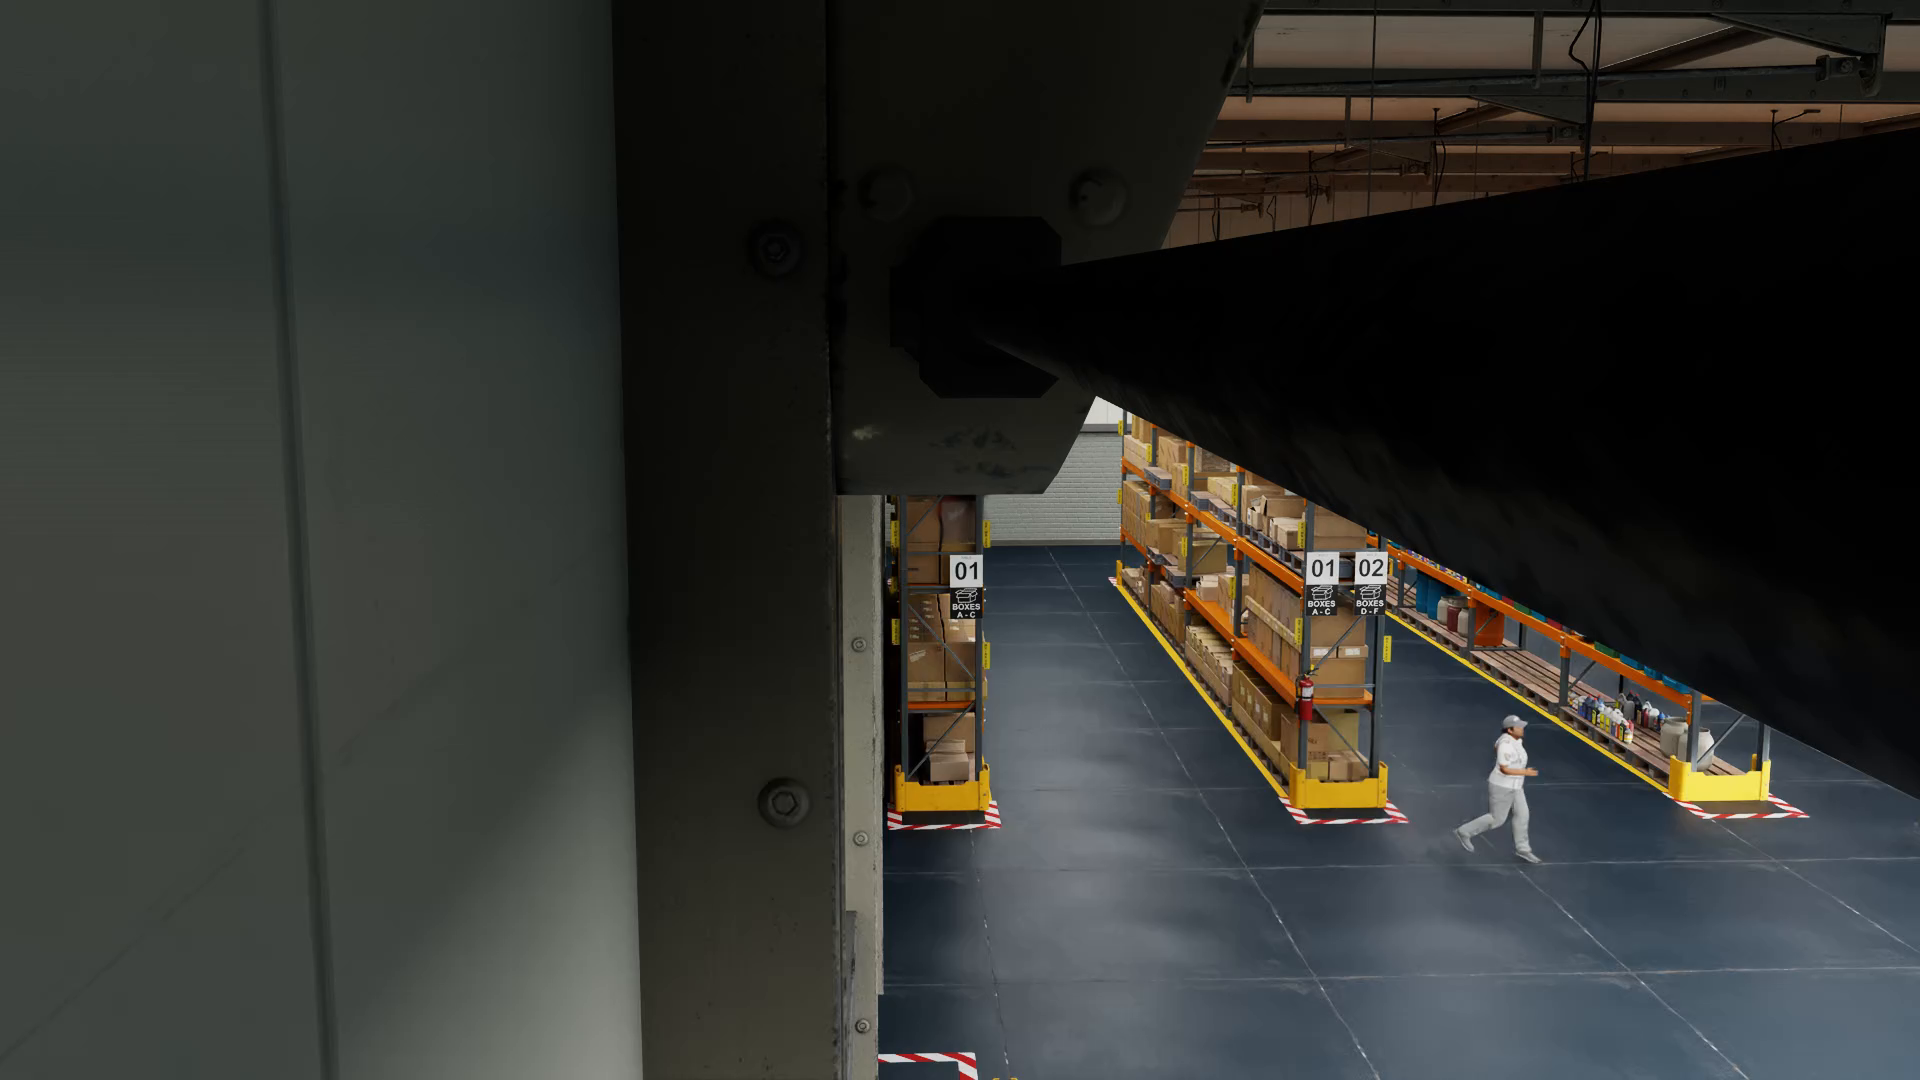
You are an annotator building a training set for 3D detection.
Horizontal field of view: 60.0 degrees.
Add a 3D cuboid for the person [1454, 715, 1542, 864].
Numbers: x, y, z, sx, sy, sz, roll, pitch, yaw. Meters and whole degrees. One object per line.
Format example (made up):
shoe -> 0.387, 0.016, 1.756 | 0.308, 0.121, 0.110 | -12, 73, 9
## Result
person -> 6.088, 2.785, 18.689 | 0.928, 1.669, 0.615 | 4, 10, 27
